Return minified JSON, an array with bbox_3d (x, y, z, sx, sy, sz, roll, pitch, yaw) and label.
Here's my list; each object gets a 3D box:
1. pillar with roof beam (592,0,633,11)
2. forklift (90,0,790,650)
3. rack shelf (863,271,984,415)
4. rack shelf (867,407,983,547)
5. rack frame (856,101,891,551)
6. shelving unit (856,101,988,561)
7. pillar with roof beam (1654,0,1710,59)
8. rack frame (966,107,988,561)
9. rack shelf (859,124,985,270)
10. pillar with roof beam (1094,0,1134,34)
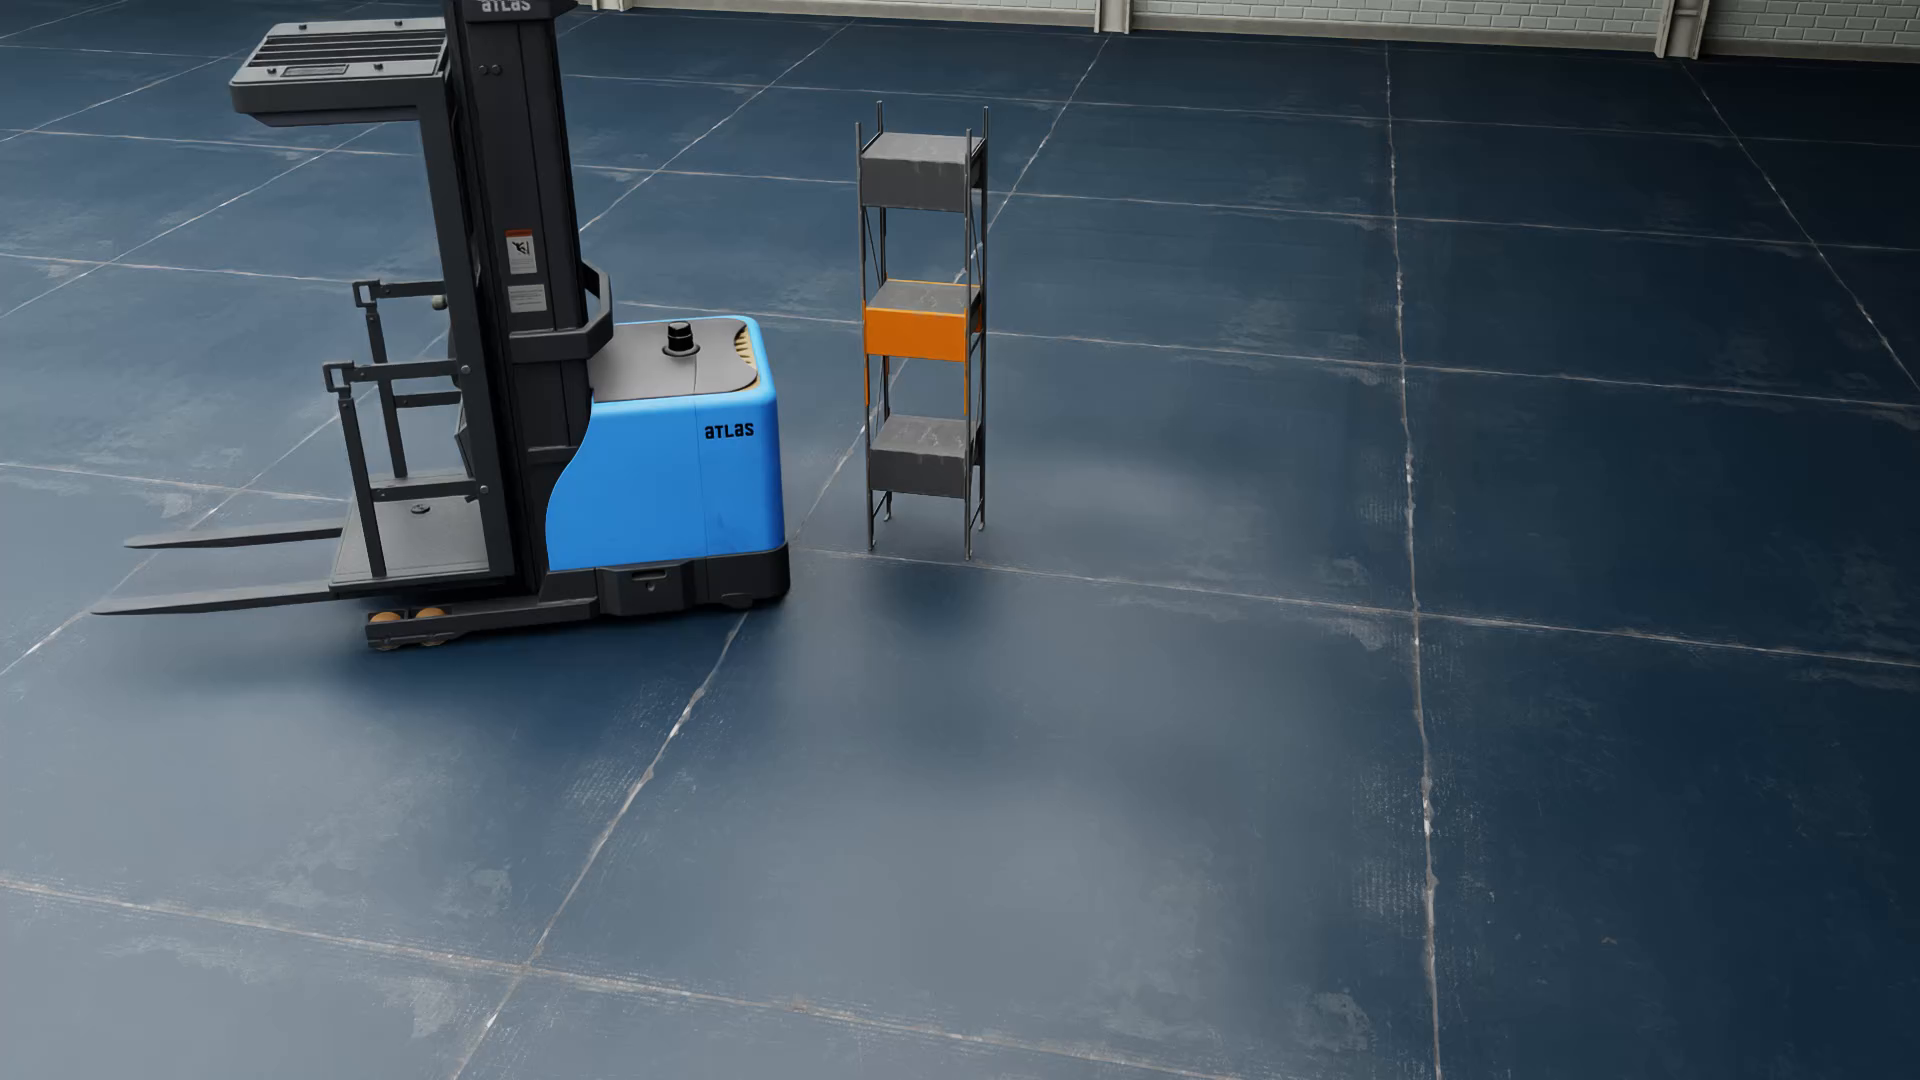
[{"bbox_3d":[-5.038,-8.276,13.996,0.400,9.000,9.100,6,29,11],"label":"pillar with roof beam"},{"bbox_3d":[-2.356,-1.074,7.159,3.031,2.935,1.130,-5,29,-10],"label":"forklift"},{"bbox_3d":[-0.162,-0.926,7.783,0.480,0.518,0.431,6,29,11],"label":"rack shelf"},{"bbox_3d":[-0.162,-0.312,8.119,0.480,0.518,0.431,6,29,11],"label":"rack shelf"},{"bbox_3d":[-0.401,-0.962,7.821,0.015,2.100,0.400,6,29,11],"label":"rack frame"},{"bbox_3d":[-0.162,-0.938,7.776,0.503,2.100,0.431,6,29,11],"label":"shelving unit"},{"bbox_3d":[6.698,-7.072,11.798,0.400,9.000,9.100,6,29,11],"label":"pillar with roof beam"},{"bbox_3d":[0.077,-0.913,7.731,0.015,2.100,0.400,6,29,11],"label":"rack frame"},{"bbox_3d":[-0.162,-1.540,7.447,0.480,0.518,0.431,6,29,11],"label":"rack shelf"},{"bbox_3d":[0.830,-7.674,12.897,0.400,9.000,9.100,6,29,11],"label":"pillar with roof beam"}]
